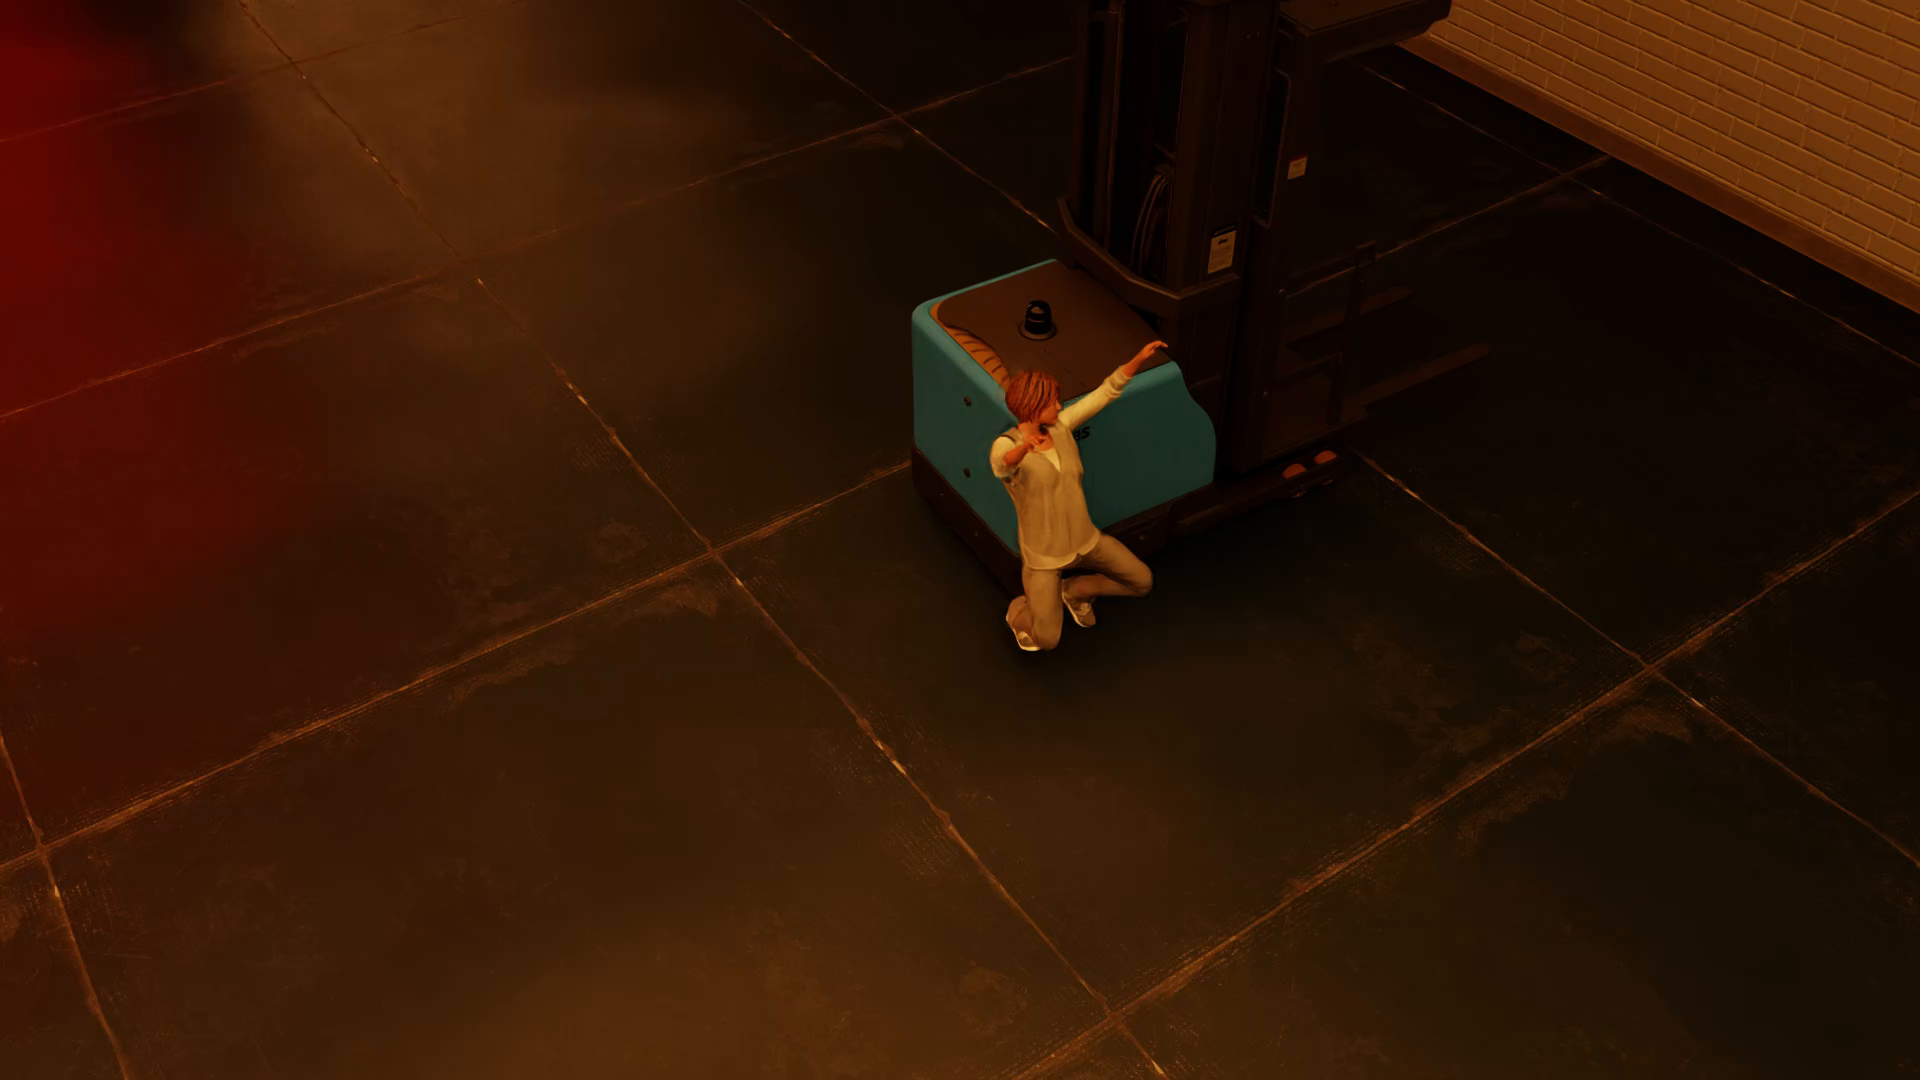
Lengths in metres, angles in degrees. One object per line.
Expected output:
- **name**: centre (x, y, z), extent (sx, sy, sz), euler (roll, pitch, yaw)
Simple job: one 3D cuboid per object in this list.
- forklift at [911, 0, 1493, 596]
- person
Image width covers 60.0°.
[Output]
- **forklift**: centre (1.297, -1.570, 7.419), extent (3.031, 2.935, 1.130), euler (-22, 47, -22)
- **person**: centre (0.446, -0.124, 6.911), extent (0.821, 1.479, 0.666), euler (-26, 49, -26)
